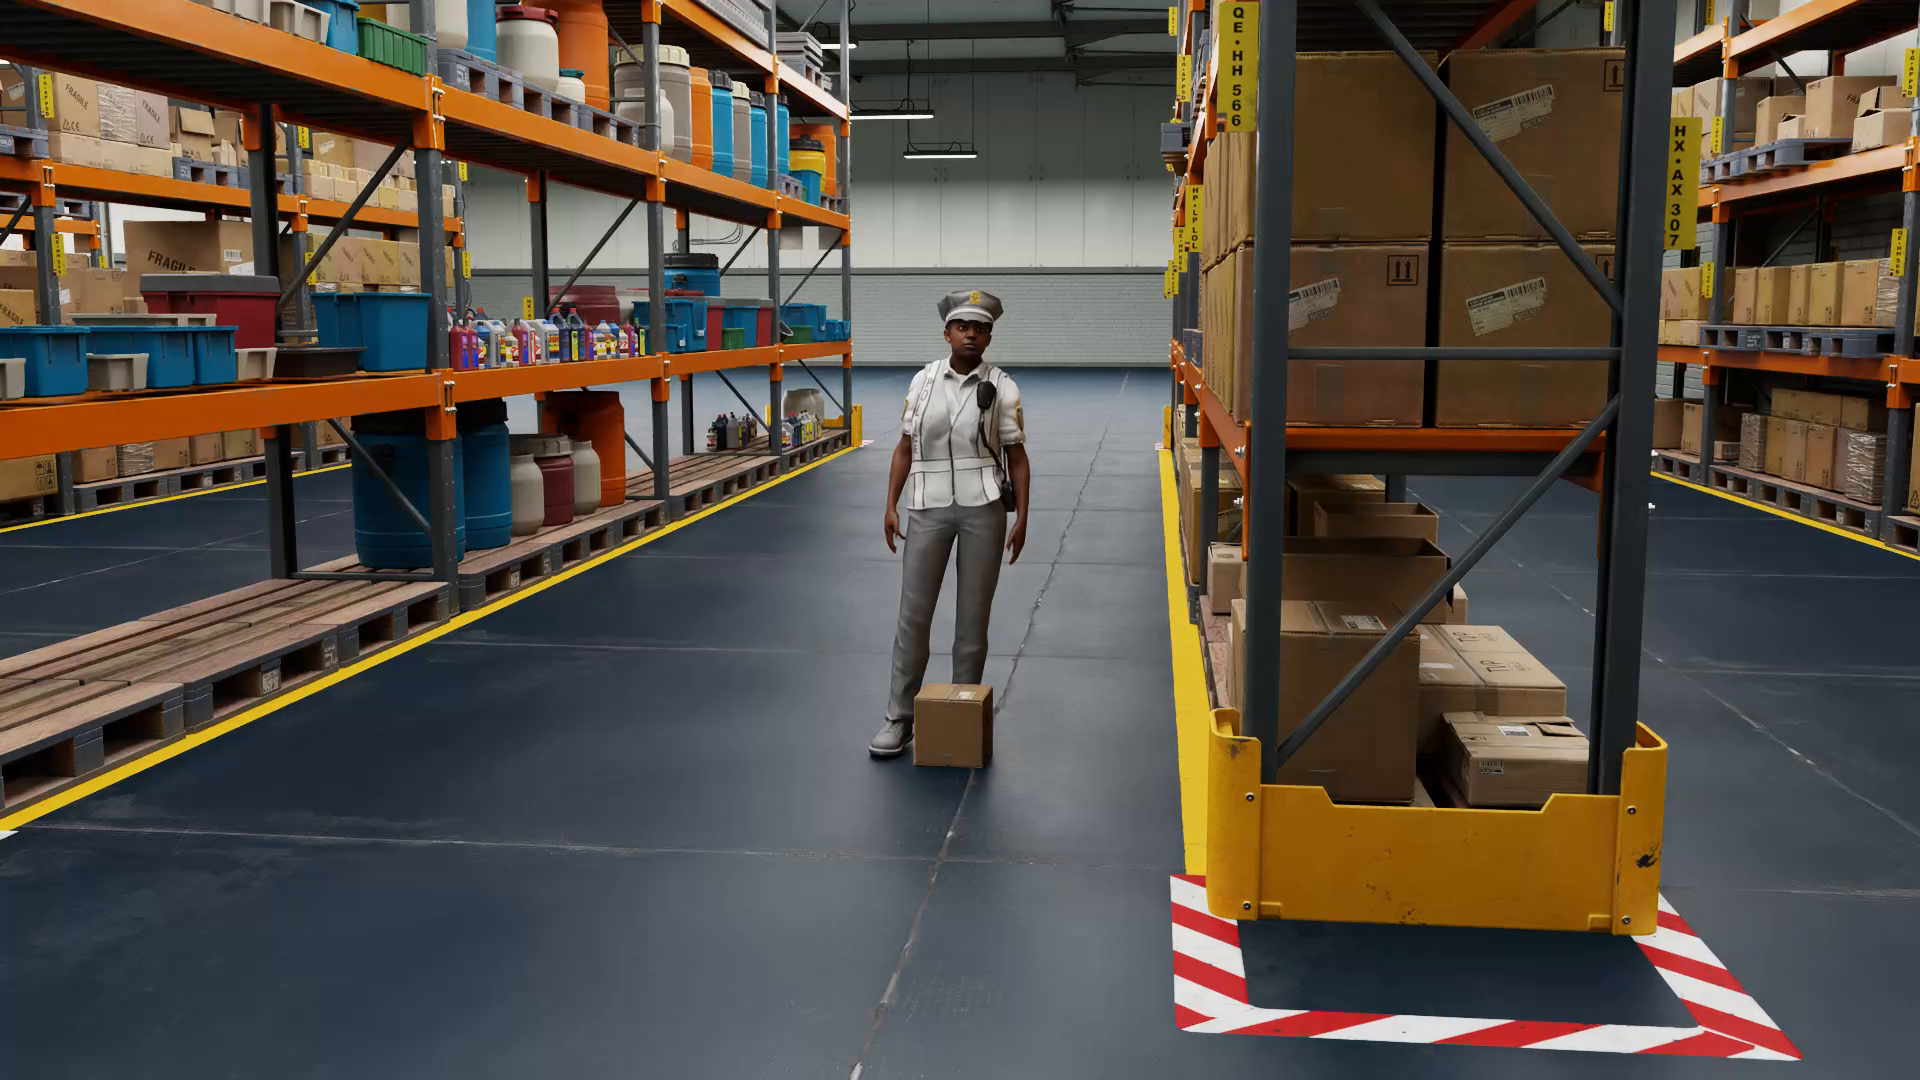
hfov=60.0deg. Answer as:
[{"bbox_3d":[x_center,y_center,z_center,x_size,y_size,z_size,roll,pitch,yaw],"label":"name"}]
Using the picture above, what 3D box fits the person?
[{"bbox_3d":[-0.031,-0.077,6.174,0.570,1.695,0.529,1,8,6],"label":"person"}]
